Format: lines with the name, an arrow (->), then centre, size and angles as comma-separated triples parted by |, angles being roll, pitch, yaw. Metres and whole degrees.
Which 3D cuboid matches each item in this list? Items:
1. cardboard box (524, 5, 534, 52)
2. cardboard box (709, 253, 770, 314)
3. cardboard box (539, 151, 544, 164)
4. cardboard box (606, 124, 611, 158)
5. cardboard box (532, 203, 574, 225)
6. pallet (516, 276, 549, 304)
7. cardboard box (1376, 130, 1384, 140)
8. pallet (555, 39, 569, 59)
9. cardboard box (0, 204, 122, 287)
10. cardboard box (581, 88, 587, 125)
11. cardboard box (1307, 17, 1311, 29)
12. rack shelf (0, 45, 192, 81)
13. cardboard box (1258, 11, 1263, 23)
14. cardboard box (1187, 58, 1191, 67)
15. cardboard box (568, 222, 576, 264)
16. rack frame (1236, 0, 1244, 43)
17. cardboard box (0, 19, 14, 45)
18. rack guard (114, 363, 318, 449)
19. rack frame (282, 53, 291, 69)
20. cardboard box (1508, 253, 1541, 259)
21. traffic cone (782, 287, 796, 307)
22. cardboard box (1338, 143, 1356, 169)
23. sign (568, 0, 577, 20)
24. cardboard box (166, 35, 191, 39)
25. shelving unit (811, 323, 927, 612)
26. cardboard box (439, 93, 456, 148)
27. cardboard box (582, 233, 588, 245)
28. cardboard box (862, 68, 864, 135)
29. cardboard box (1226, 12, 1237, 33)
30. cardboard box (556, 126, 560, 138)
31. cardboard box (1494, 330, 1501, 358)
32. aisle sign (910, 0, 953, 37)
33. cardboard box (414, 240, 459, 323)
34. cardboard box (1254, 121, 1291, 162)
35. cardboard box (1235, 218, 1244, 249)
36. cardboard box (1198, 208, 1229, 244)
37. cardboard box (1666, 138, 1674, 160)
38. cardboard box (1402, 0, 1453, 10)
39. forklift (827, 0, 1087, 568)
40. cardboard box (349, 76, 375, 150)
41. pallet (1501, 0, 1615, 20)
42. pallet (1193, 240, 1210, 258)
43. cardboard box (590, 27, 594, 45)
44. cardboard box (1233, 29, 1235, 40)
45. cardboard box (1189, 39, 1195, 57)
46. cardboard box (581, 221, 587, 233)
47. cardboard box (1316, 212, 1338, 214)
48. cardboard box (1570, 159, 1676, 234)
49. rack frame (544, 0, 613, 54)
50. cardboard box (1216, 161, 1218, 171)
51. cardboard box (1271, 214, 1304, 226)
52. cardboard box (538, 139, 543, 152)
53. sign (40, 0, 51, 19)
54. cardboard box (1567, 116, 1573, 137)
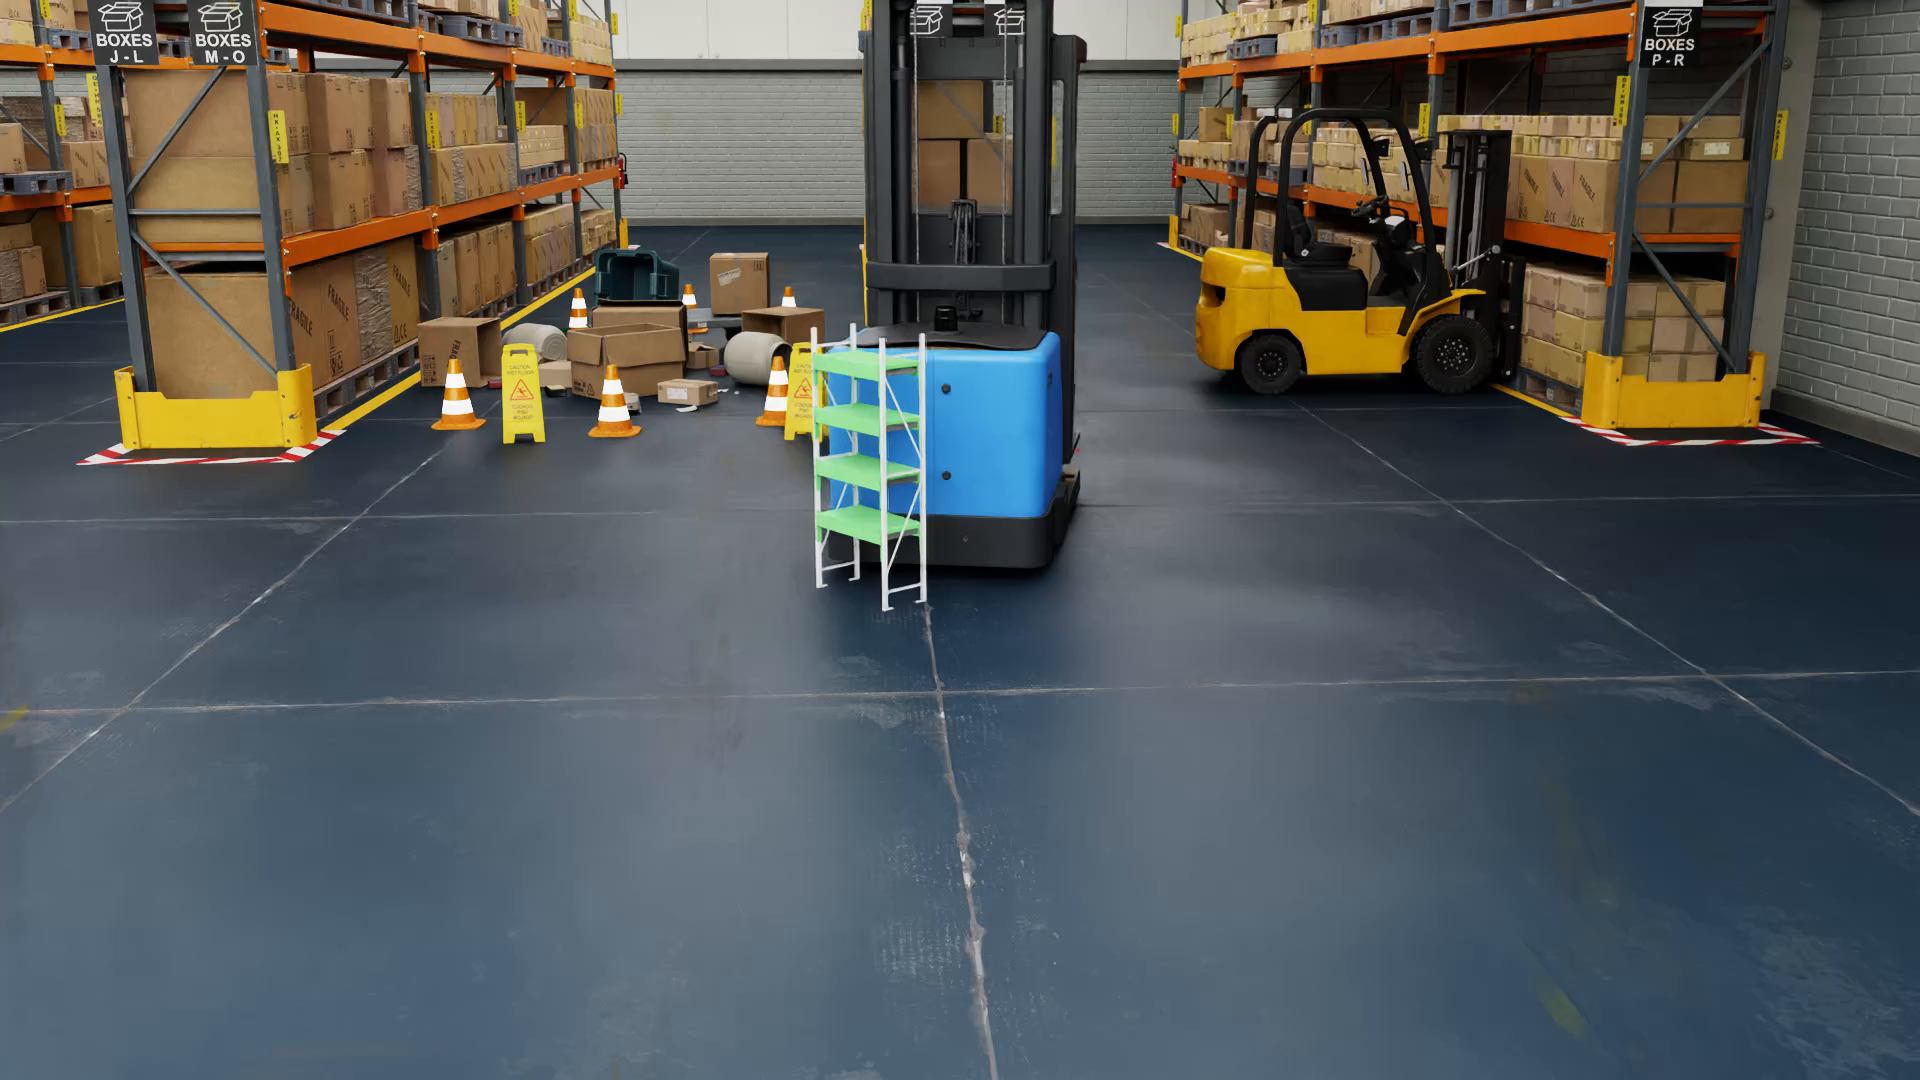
cardboard box -> -5.197, -5.863, 19.072 | 0.500, 0.500, 0.500 | -1, 14, -3
cardboard box -> -1.982, -2.319, 15.017 | 0.500, 0.500, 0.500 | -1, 14, -3
cardboard box -> -5.314, -4.682, 20.364 | 0.380, 0.149, 0.250 | -1, 14, -5
cardboard box -> -5.573, -6.037, 25.173 | 0.500, 0.500, 0.500 | -1, 14, -4
cardboard box -> -5.338, -4.261, 21.734 | 0.500, 0.250, 0.500 | -1, 14, -5
pallet -> -5.436, -2.935, 19.510 | 1.003, 0.211, 1.213 | -1, 14, -3
cardboard box -> 4.395, -4.037, 16.694 | 0.380, 0.149, 0.250 | -1, 14, -3
pallet -> -5.705, -6.292, 21.320 | 1.213, 0.211, 1.003 | -1, 14, -3
cardboard box -> -10.368, -3.386, 19.088 | 1.225, 0.875, 0.875 | -2, 15, -6
cardboard box -> -5.469, -6.007, 23.050 | 0.500, 0.500, 0.500 | -1, 14, -5
cardboard box -> 4.240, -5.993, 19.278 | 0.380, 0.149, 0.250 | -1, 14, -5
rack shelf -> -10.470, -5.641, 19.856 | 1.077, 0.370, 4.000 | -1, 14, -3
cardboard box -> 3.980, -6.591, 20.969 | 0.380, 0.149, 0.250 | -1, 14, -3
cardboard box -> 3.791, -7.508, 26.171 | 0.380, 0.149, 0.250 | -1, 14, -2
cardboard box -> -5.340, -3.899, 21.832 | 0.500, 0.500, 0.500 | -1, 14, -5
rack frame -> 4.251, -8.170, 22.222 | 1.000, 3.000, 0.127 | -1, 14, -3
cardboard box -> -10.027, -5.182, 16.928 | 0.500, 0.250, 0.500 | -1, 14, -4
rack guard -> -4.892, -0.885, 10.962 | 1.175, 0.500, 0.348 | -1, 14, -3
rack frame -> -10.841, -6.029, 25.940 | 1.000, 3.000, 0.127 | -1, 14, -3
cardboard box -> 4.528, -2.255, 13.941 | 0.500, 0.250, 0.500 | 0, 14, -2
traffic cone -> -1.681, -2.256, 16.366 | 0.336, 0.463, 0.334 | -1, 14, -3
cardboard box -> 4.327, -4.071, 17.625 | 0.500, 0.250, 0.500 | -1, 14, -5
sign -> -5.083, -6.989, 21.823 | 0.100, 0.325, 0.005 | -1, 14, -3
cardboard box -> -10.702, -6.981, 22.375 | 0.700, 0.500, 0.500 | -2, 15, -7
shelving unit -> -0.405, -0.333, 7.414 | 0.258, 1.200, 0.503 | -12, 19, -39
cardboard box -> -5.243, -4.006, 15.869 | 0.700, 0.500, 0.500 | -1, 14, -3
cardboard box -> -5.340, -4.148, 22.909 | 0.380, 0.149, 0.250 | 0, 14, -1
cardboard box -> -0.367, -3.255, 12.352 | 0.700, 0.500, 0.500 | -1, 14, -4
cardboard box -> 3.980, -7.153, 22.988 | 0.500, 0.250, 0.500 | -1, 14, -3
cardboard box -> -5.400, -5.292, 21.542 | 0.380, 0.149, 0.250 | -1, 14, -5
cardboard box -> 4.552, -1.642, 13.562 | 0.500, 0.250, 0.500 | 0, 14, -2
aisle sign -> -0.245, -3.442, 10.668 | 0.394, 0.787, 0.004 | -1, 14, -3
cardboard box -> -5.270, -2.363, 15.363 | 1.050, 0.750, 0.750 | -1, 14, -4
cardboard box -> 4.139, -5.069, 21.164 | 0.700, 0.500, 0.500 | -1, 14, -4
cardboard box -> 4.057, -4.134, 22.748 | 0.500, 0.500, 0.500 | 0, 14, -1
cardboard box -> 3.894, -4.753, 25.153 | 0.500, 0.500, 0.500 | -1, 14, -2
cardboard box -> 5.154, -2.792, 11.855 | 0.380, 0.149, 0.250 | -1, 14, -3
cardboard box -> 4.459, -5.113, 15.494 | 0.500, 0.311, 0.500 | -1, 14, -5
forklift -> 0.087, -1.607, 8.888 | 1.130, 2.935, 3.031 | 2, 15, 8
cardboard box -> -5.106, -3.328, 12.974 | 0.875, 0.550, 0.550 | -1, 14, -3
pallet -> 4.898, -4.171, 12.875 | 1.003, 0.211, 1.213 | -1, 14, -3
pallet -> 4.131, -4.389, 25.163 | 1.003, 0.211, 1.213 | -1, 14, -3
cardboard box -> -5.521, -7.212, 23.814 | 0.500, 0.250, 0.500 | -2, 15, -6
cardboard box -> 3.873, -6.767, 22.250 | 0.380, 0.149, 0.250 | -1, 14, -3
cardboard box -> 3.810, -7.543, 25.508 | 0.500, 0.250, 0.500 | -1, 14, -2
cardboard box -> -5.409, -4.355, 23.117 | 0.380, 0.149, 0.250 | 0, 14, -1
cardboard box -> 4.685, -4.164, 21.561 | 0.380, 0.149, 0.250 | -1, 14, -3
cardboard box -> 4.702, -2.447, 11.818 | 0.500, 0.500, 0.500 | -1, 14, -5
rack frame -> -5.885, -8.986, 25.392 | 1.000, 3.000, 0.127 | -1, 14, -3
cardboard box -> 3.912, -5.413, 24.049 | 0.380, 0.149, 0.250 | -1, 14, -2
cardboard box -> 4.197, -4.088, 21.268 | 0.380, 0.149, 0.250 | -1, 14, -3
cardboard box -> -5.321, -4.827, 20.333 | 0.380, 0.149, 0.250 | 0, 14, -1
sign -> -9.804, -5.751, 17.799 | 0.100, 0.325, 0.005 | -1, 14, -3
cardboard box -> 4.731, -3.062, 12.306 | 0.380, 0.149, 0.250 | -1, 14, -3
